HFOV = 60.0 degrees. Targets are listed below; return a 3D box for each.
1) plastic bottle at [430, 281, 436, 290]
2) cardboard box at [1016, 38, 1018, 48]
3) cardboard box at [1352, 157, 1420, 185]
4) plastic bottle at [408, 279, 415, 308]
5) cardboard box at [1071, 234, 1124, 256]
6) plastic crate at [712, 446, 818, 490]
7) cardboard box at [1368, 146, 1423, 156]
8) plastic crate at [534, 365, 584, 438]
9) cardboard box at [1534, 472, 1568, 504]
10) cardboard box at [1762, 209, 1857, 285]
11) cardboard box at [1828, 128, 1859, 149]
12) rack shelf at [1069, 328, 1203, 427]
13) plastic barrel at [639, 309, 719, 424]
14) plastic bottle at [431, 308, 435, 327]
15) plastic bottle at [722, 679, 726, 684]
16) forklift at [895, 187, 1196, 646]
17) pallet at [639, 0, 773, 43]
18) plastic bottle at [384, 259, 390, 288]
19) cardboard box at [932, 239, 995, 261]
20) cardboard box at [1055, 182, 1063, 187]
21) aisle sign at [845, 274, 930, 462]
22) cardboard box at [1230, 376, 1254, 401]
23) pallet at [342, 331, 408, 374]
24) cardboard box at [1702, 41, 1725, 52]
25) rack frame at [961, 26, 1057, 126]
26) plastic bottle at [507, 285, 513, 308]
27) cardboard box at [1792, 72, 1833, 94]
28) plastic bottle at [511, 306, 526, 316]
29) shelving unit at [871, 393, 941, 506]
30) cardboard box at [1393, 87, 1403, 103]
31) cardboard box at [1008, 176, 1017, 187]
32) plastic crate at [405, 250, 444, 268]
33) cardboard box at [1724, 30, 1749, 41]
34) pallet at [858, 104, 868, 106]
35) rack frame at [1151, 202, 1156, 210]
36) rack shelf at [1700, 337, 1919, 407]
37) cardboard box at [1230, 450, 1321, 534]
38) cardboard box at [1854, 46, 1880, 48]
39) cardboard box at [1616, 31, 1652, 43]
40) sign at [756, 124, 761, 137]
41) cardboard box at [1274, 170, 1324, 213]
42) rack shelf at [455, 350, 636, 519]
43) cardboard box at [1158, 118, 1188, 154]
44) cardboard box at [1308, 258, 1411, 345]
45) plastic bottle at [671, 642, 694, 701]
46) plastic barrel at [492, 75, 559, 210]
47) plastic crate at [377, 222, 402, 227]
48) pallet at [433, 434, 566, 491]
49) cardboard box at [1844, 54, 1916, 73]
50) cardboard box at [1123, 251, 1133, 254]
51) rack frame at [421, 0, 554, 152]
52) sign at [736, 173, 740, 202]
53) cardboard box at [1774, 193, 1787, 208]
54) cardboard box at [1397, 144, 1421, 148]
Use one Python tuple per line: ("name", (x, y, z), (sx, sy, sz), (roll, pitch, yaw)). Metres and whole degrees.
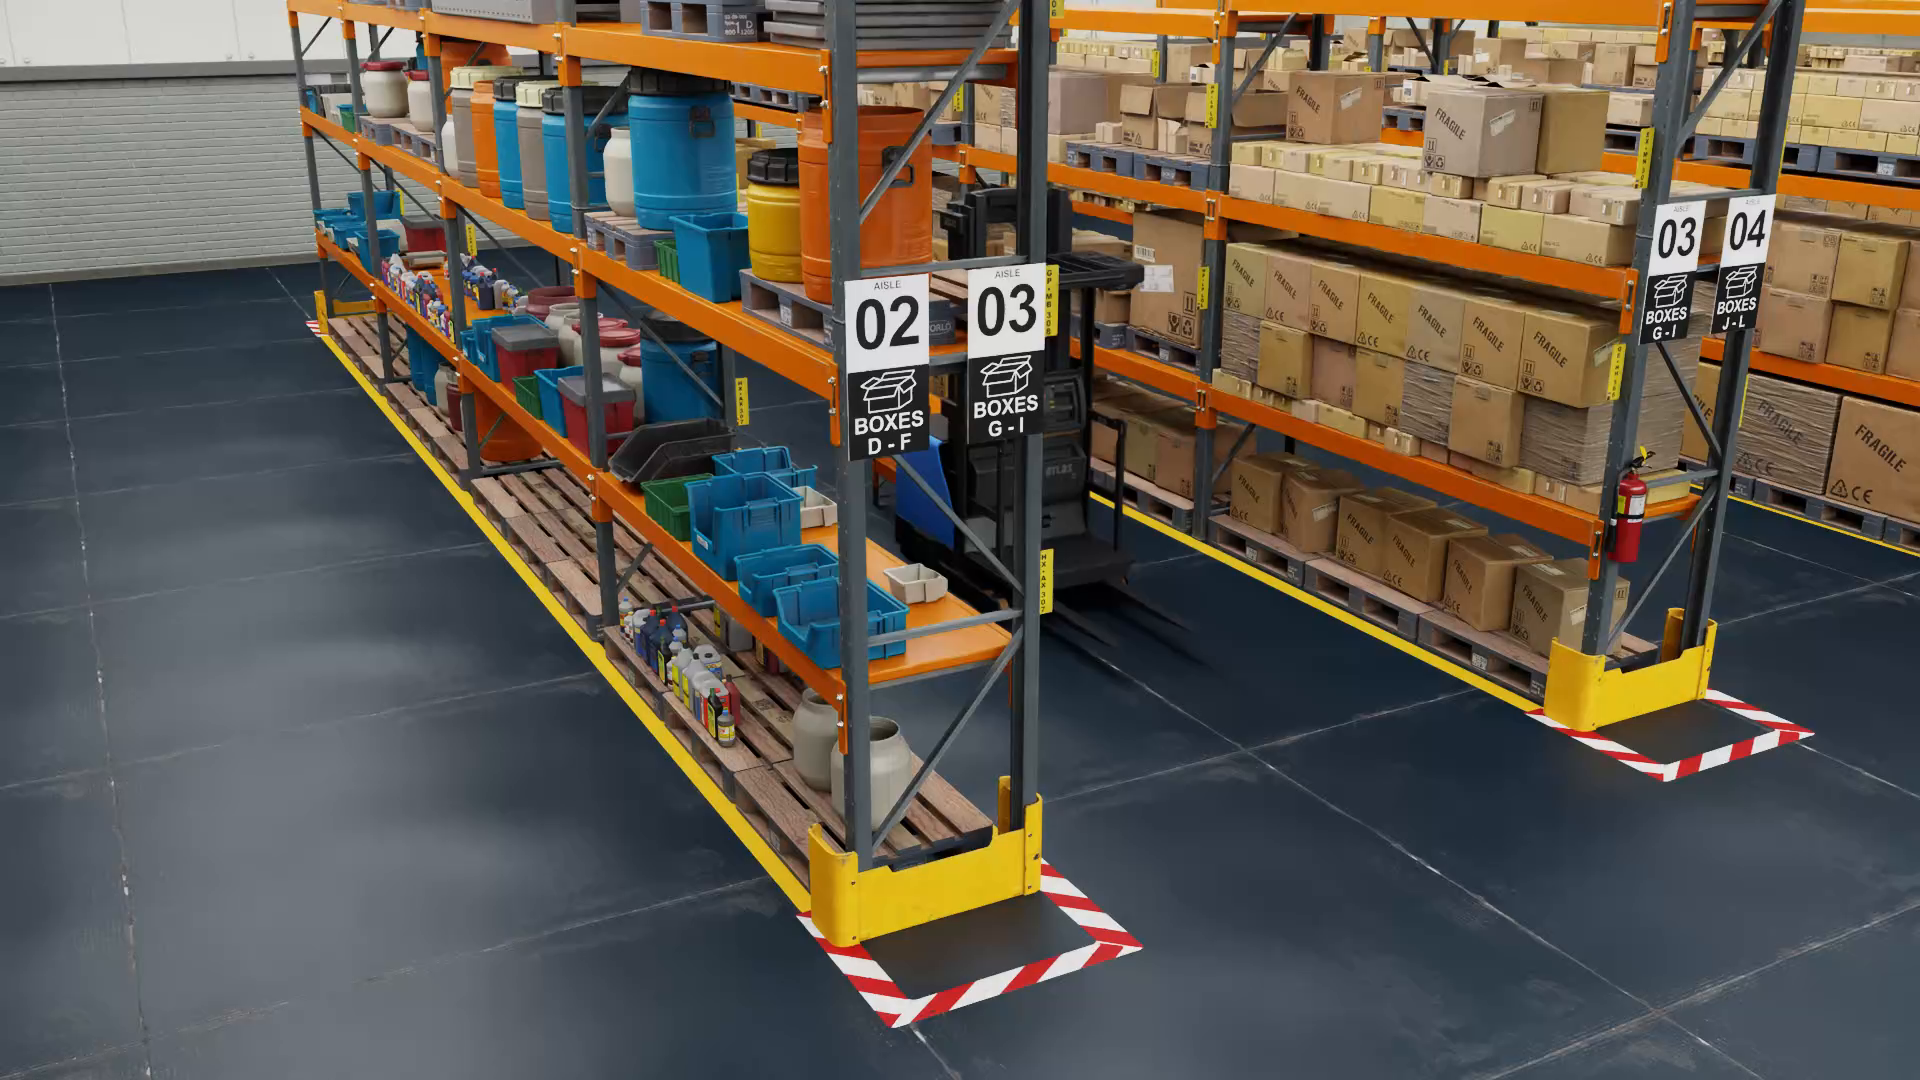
("plastic bottle", (-5.097, -2.371, 16.101), (0.097, 0.271, 0.097), (0, 19, 0))
("cardboard box", (1.045, -7.325, 24.516), (0.380, 0.149, 0.250), (-10, 21, -27))
("cardboard box", (2.912, -2.524, 11.367), (0.380, 0.149, 0.250), (-10, 22, -28))
("plastic bottle", (-5.316, -2.404, 16.198), (0.097, 0.271, 0.097), (0, 19, 0))
("cardboard box", (1.122, -2.598, 15.765), (0.700, 0.500, 0.500), (-7, 20, -19))
("plastic crate", (-1.218, -0.385, 10.375), (0.499, 0.251, 0.616), (-10, 21, -27))
("cardboard box", (3.181, -2.760, 12.051), (0.380, 0.149, 0.250), (-11, 22, -28))
("plastic crate", (-2.780, -0.991, 11.930), (0.392, 0.384, 0.575), (-10, 21, -27))
("cardboard box", (3.841, -0.352, 10.439), (0.380, 0.149, 0.250), (-10, 21, -27))
("cardboard box", (7.298, -2.567, 14.587), (0.875, 0.550, 0.550), (-10, 21, -27))
("cardboard box", (7.270, -3.259, 13.468), (0.380, 0.149, 0.250), (-10, 21, -27))
("rack shelf", (1.427, -1.732, 15.154), (1.077, 0.370, 4.000), (-10, 21, -27))
("plastic barrel", (-1.899, -1.125, 11.525), (0.600, 0.901, 0.708), (-10, 21, -27))
("plastic bottle", (-4.829, -2.077, 15.356), (0.097, 0.201, 0.097), (0, 19, 0))
("plastic bottle", (-1.401, 0.932, 9.947), (0.097, 0.201, 0.097), (0, 19, 0))
("forklift", (0.602, -0.971, 11.952), (1.130, 2.935, 3.031), (-10, 21, -26))
("pallet", (-0.983, -2.705, 8.578), (1.003, 0.211, 1.213), (-10, 21, -27))
("plastic bottle", (-5.919, -2.762, 17.217), (0.061, 0.283, 0.133), (-10, 21, -27))
("cardboard box", (0.025, -2.796, 16.984), (0.500, 0.500, 0.500), (-9, 21, -25))
("cardboard box", (1.559, -5.406, 24.089), (0.500, 0.500, 0.500), (-10, 21, -26))
("aisle sign", (-0.310, -0.744, 7.205), (0.394, 0.787, 0.004), (-10, 21, -27))
("cardboard box", (2.321, -1.197, 12.886), (0.380, 0.149, 0.250), (-10, 21, -27))
("pallet", (-6.748, -2.265, 19.871), (1.003, 0.211, 1.213), (-10, 21, -27))
("cardboard box", (11.611, -7.566, 25.491), (0.380, 0.149, 0.250), (-10, 21, -26))
("rack frame", (0.477, -5.482, 15.722), (1.000, 3.000, 0.127), (-10, 21, -27))
("plastic bottle", (-4.273, -2.295, 15.881), (0.097, 0.271, 0.097), (0, 19, 0))
("cardboard box", (7.026, -3.783, 13.763), (0.380, 0.149, 0.250), (-10, 22, -28))
("plastic bottle", (-3.937, -1.971, 14.935), (0.152, 0.276, 0.135), (-10, 21, -27))
("shelving unit", (-0.298, -0.720, 13.992), (0.538, 1.125, 1.048), (-10, 21, -26))
("cardboard box", (4.908, -4.810, 17.961), (0.380, 0.149, 0.250), (-11, 22, -29))
("cardboard box", (0.957, -5.419, 25.123), (0.380, 0.149, 0.250), (-10, 21, -27))
("plastic crate", (-5.877, -3.086, 18.290), (0.396, 0.136, 0.243), (-10, 21, -27))
("cardboard box", (12.026, -7.833, 25.630), (0.396, 0.266, 0.258), (-10, 21, -27))
("pallet", (-0.944, -4.866, 18.830), (0.805, 0.209, 1.217), (-11, 22, -29))
("rack frame", (2.991, -4.533, 22.171), (1.000, 3.000, 0.127), (-10, 21, -27))
("rack shelf", (7.739, -1.323, 13.969), (1.077, 0.370, 4.000), (-10, 21, -27))
("cardboard box", (2.531, -0.394, 13.362), (0.500, 0.500, 0.500), (-11, 22, -28))
("cardboard box", (13.141, -7.067, 24.077), (0.380, 0.149, 0.250), (-10, 21, -27))
("cardboard box", (10.965, -8.075, 26.843), (0.500, 0.250, 0.500), (-10, 22, -28))
("sign", (-2.838, -5.682, 23.361), (0.100, 0.325, 0.005), (-10, 21, -27))
("cardboard box", (2.620, -2.525, 11.981), (0.500, 0.250, 0.500), (-10, 22, -27))
("rack shelf", (-2.932, -0.965, 12.931), (1.077, 0.370, 4.000), (-10, 21, -27))
("cardboard box", (1.842, -3.305, 13.574), (0.396, 0.266, 0.258), (-9, 21, -25))
("cardboard box", (2.842, -1.703, 11.825), (0.500, 0.500, 0.500), (-10, 21, -27))
("plastic bottle", (-1.673, 0.786, 10.142), (0.144, 0.351, 0.185), (-10, 21, -27))
("plastic barrel", (-3.036, -2.873, 11.993), (0.600, 0.901, 0.708), (-10, 21, -27))
("plastic crate", (-7.009, -3.788, 20.321), (0.396, 0.136, 0.243), (-10, 21, -27))
("pallet", (-4.293, -0.780, 15.570), (1.003, 0.211, 1.213), (-10, 21, -27))
("cardboard box", (10.207, -5.251, 18.471), (0.500, 0.250, 0.500), (-10, 21, -26))
("cardboard box", (2.257, -3.952, 23.299), (0.380, 0.149, 0.250), (-9, 21, -25))
("rack frame", (-3.882, -4.715, 13.499), (1.000, 3.000, 0.127), (-10, 21, -27))
("sign", (-1.493, -2.235, 10.897), (0.100, 0.325, 0.005), (-10, 21, -27))
("cardboard box", (9.720, -4.102, 19.669), (0.500, 0.500, 0.500), (-10, 21, -26))
("cardboard box", (6.832, -5.942, 24.566), (0.500, 0.500, 0.500), (-10, 21, -27))
